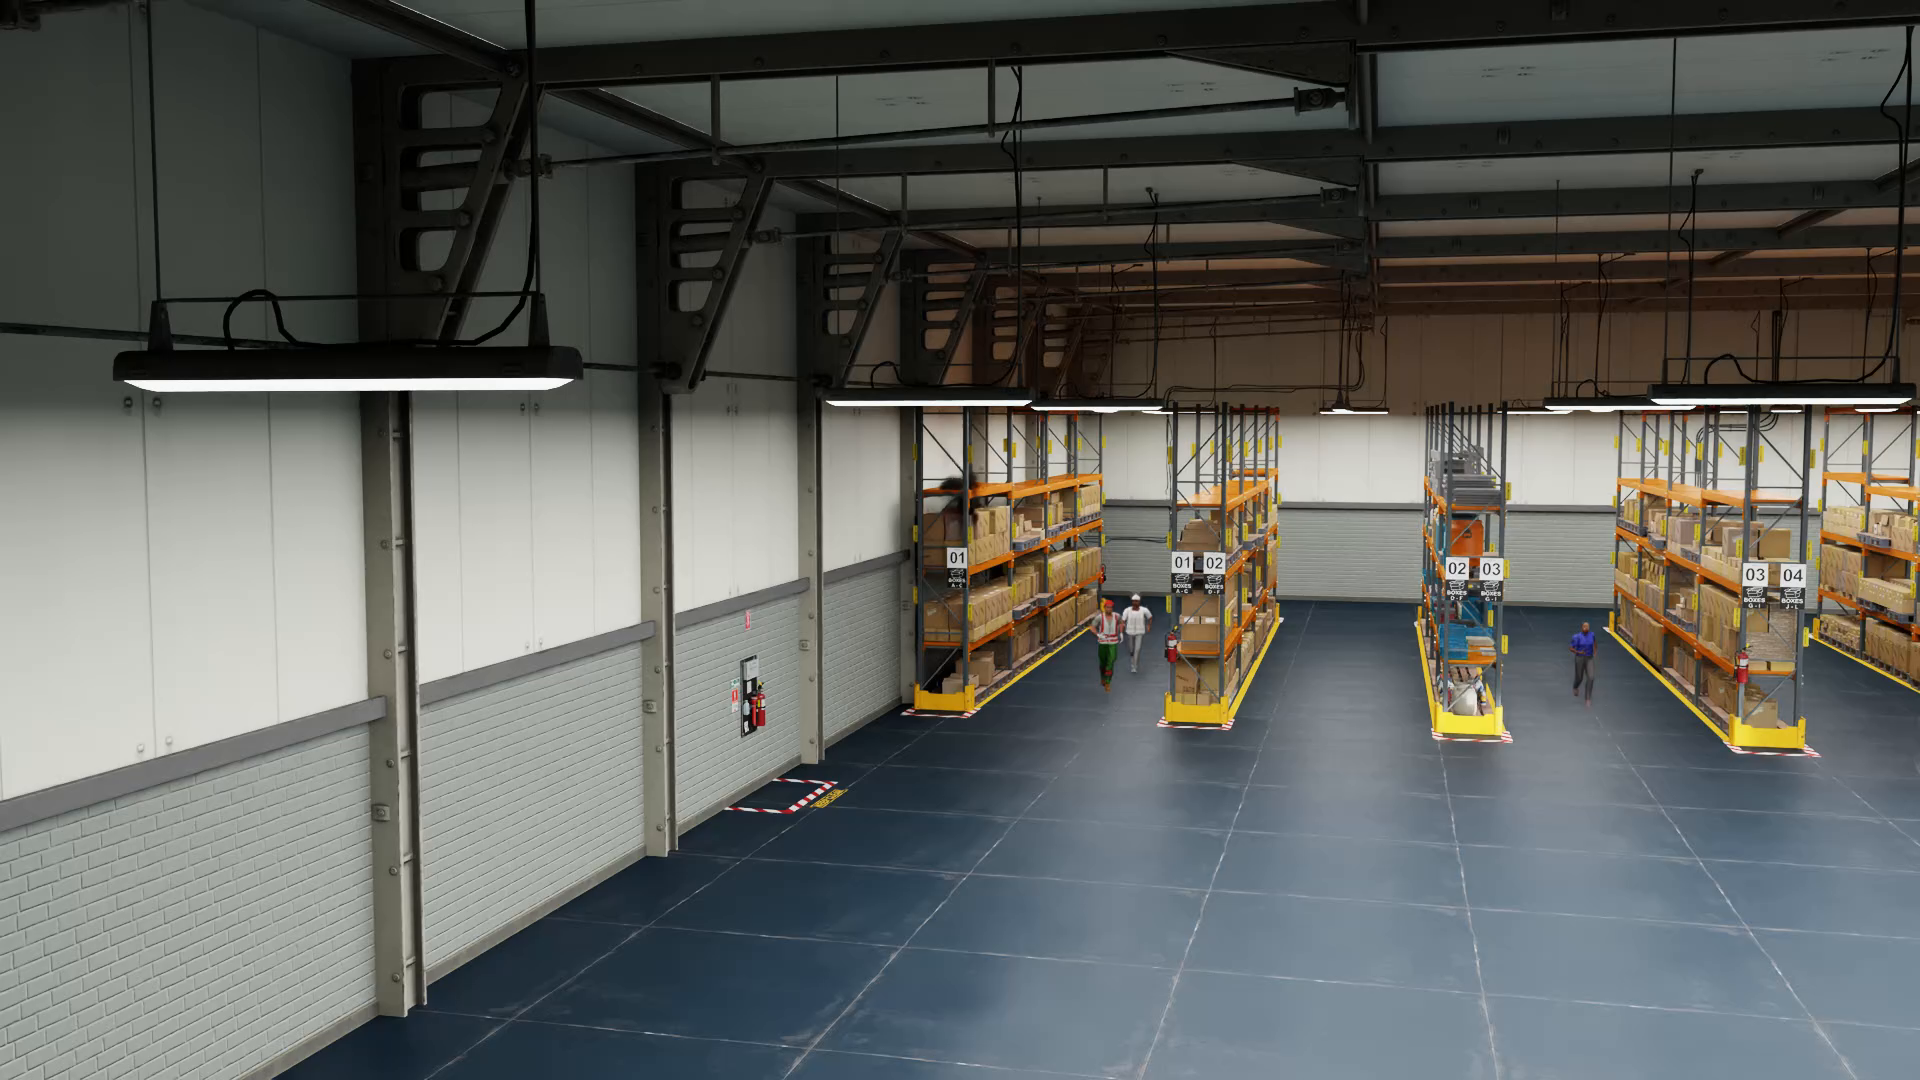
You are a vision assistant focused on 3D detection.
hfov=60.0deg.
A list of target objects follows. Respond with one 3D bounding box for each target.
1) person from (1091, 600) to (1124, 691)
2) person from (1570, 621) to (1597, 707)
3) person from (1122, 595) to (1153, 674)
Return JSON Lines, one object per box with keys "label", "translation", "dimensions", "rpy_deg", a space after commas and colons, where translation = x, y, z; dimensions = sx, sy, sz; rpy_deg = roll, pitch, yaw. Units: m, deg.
{"label": "person", "translation": [2.964, 2.089, 33.378], "dimensions": [0.684, 1.792, 0.950], "rpy_deg": [0, 4, -3]}
{"label": "person", "translation": [12.486, 2.461, 33.316], "dimensions": [0.608, 1.701, 0.894], "rpy_deg": [0, 4, -1]}
{"label": "person", "translation": [3.964, 2.101, 37.402], "dimensions": [0.713, 1.738, 0.919], "rpy_deg": [1, 4, 12]}
